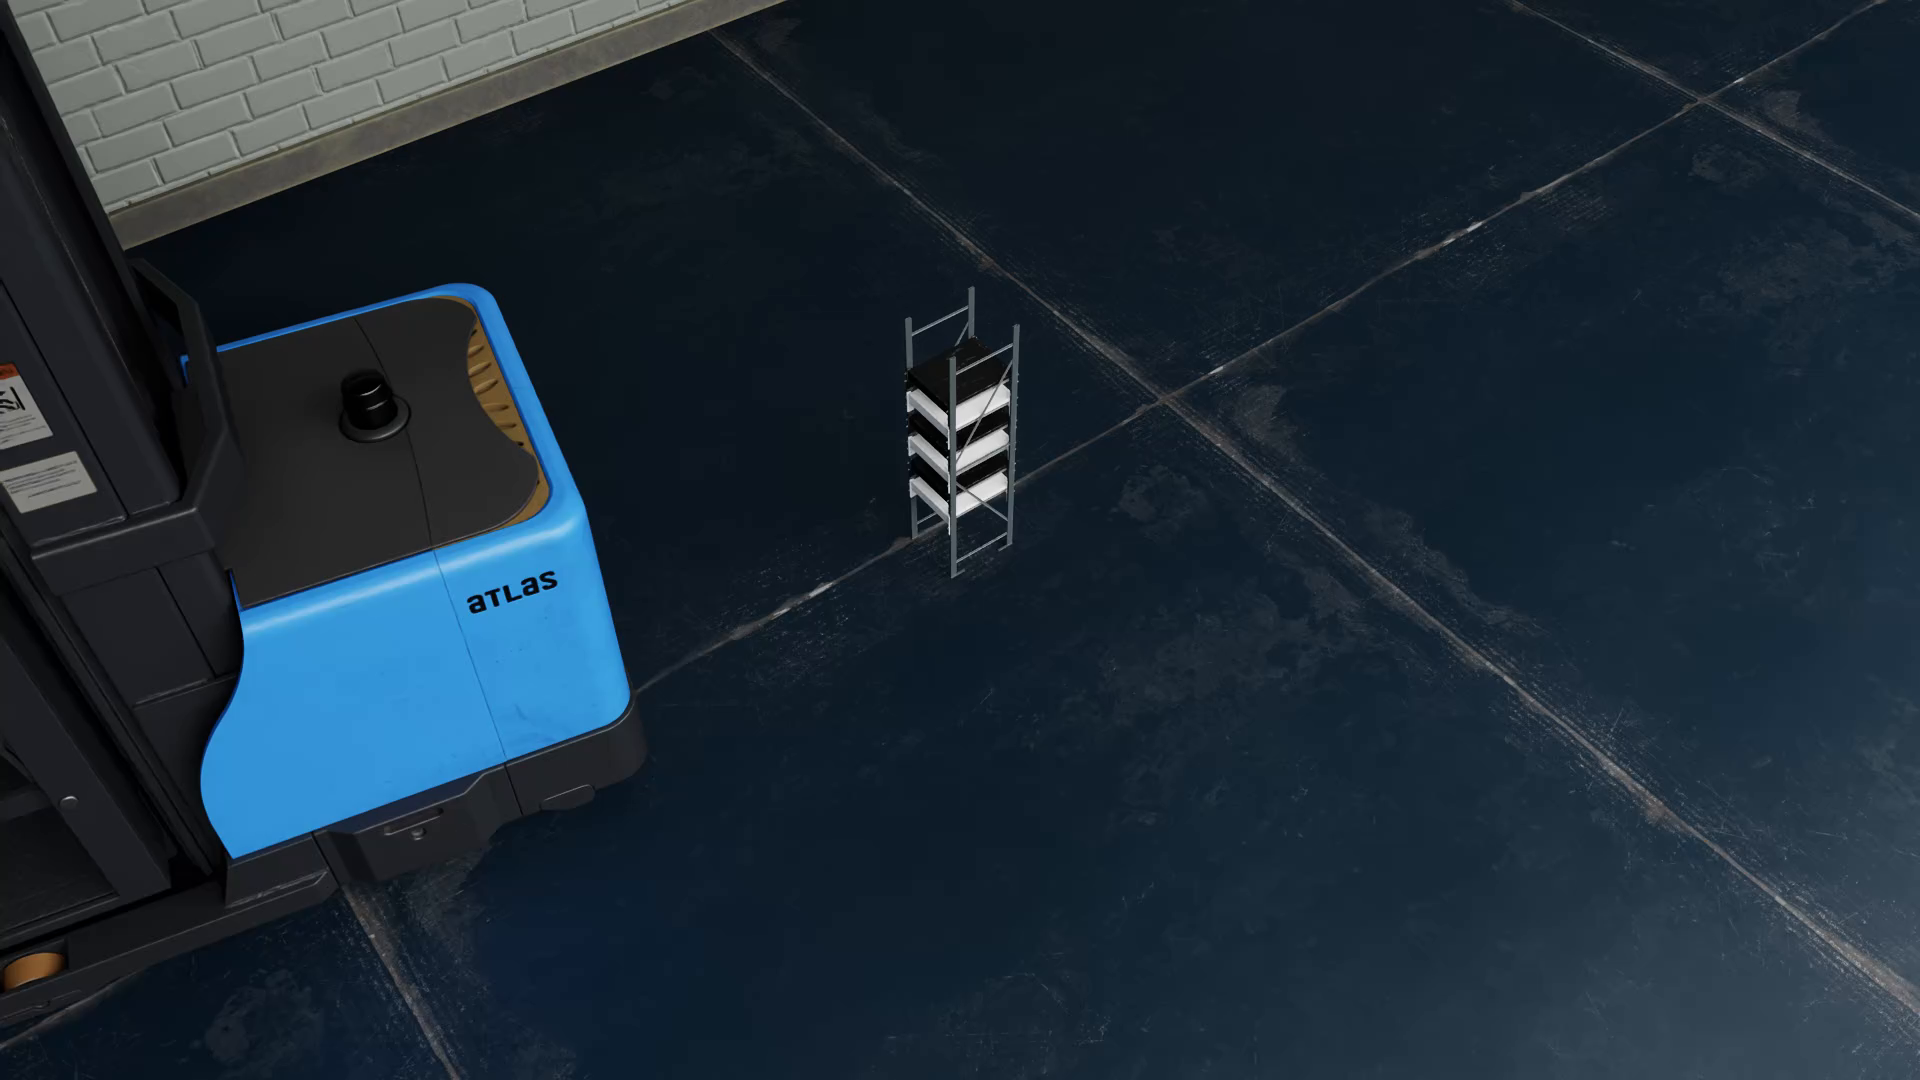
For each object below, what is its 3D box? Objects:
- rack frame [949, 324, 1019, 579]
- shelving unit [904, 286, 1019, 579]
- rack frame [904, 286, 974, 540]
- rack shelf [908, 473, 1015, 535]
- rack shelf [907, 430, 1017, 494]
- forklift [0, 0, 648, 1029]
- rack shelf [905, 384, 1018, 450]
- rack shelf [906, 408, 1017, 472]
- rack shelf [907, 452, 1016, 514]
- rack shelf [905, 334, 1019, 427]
[{"bbox_3d":[0.066,-0.237,4.858,0.240,0.900,0.006,-29,54,-24],"label":"rack frame"},{"bbox_3d":[0.005,-0.297,4.912,0.258,0.900,0.210,-29,54,-24],"label":"shelving unit"},{"bbox_3d":[-0.057,-0.357,4.967,0.240,0.900,0.006,-29,54,-24],"label":"rack frame"},{"bbox_3d":[0.005,-0.154,5.070,0.258,0.077,0.200,-29,54,-24],"label":"rack shelf"},{"bbox_3d":[0.005,-0.275,4.937,0.258,0.077,0.200,-29,54,-24],"label":"rack shelf"},{"bbox_3d":[-2.427,-0.186,3.440,3.031,2.935,1.130,-19,51,-17],"label":"forklift"},{"bbox_3d":[0.005,-0.396,4.804,0.258,0.077,0.200,-29,54,-24],"label":"rack shelf"},{"bbox_3d":[0.005,-0.336,4.870,0.258,0.077,0.200,-29,54,-24],"label":"rack shelf"},{"bbox_3d":[0.005,-0.215,5.004,0.258,0.077,0.200,-29,54,-24],"label":"rack shelf"},{"bbox_3d":[0.005,-0.456,4.737,0.258,0.077,0.200,-29,54,-24],"label":"rack shelf"}]
